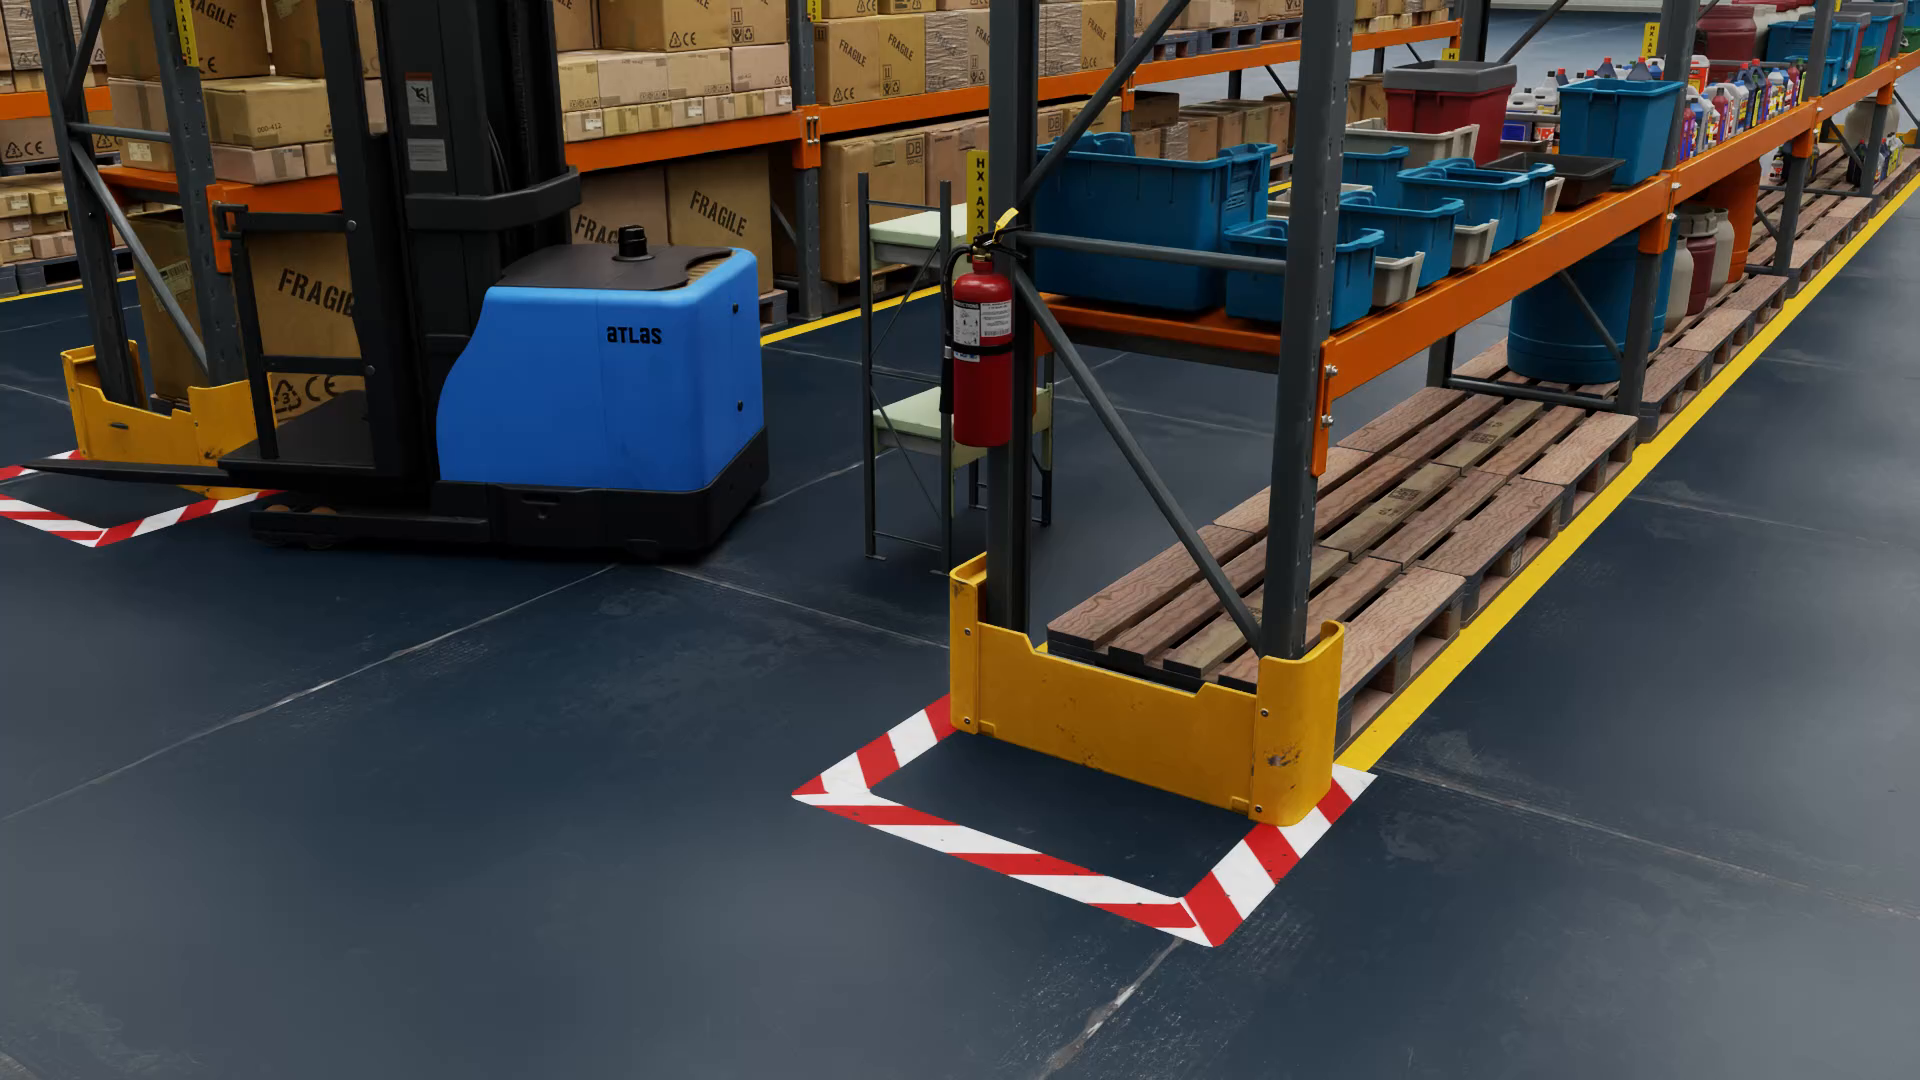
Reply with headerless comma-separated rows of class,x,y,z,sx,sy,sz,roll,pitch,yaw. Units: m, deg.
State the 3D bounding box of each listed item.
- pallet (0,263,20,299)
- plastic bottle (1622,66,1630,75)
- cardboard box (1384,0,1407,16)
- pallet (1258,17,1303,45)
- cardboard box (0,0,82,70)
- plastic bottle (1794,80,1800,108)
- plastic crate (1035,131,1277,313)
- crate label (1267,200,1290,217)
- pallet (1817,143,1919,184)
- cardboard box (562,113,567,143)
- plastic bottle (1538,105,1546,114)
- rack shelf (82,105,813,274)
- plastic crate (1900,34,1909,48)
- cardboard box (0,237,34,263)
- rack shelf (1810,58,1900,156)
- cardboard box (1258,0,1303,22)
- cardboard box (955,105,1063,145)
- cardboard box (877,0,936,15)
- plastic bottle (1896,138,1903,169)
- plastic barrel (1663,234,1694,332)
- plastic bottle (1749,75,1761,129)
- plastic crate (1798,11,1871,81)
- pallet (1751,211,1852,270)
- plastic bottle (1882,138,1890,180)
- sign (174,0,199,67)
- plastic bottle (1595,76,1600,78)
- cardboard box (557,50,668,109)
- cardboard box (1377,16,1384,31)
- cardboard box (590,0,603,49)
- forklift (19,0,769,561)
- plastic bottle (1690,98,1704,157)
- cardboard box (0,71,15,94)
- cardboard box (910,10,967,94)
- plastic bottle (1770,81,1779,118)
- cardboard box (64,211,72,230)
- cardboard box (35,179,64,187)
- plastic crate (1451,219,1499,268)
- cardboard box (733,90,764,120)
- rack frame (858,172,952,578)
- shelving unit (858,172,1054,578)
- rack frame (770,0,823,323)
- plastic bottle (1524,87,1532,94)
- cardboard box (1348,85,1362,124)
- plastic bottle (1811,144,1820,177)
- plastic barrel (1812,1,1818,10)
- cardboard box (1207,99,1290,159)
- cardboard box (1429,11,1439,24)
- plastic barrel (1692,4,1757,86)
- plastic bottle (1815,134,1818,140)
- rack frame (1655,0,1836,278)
pallet,-7.087,-1.677,10.994,1.003,0.211,1.213,13,24,32
plastic bottle,3.905,-2.655,9.805,0.097,0.271,0.097,0,20,0
cardboard box,4.303,-5.922,17.878,0.875,0.500,0.500,13,24,32
pallet,2.625,-4.903,15.971,1.003,0.211,1.213,13,24,32
cardboard box,-6.288,-3.442,11.174,0.500,0.500,0.500,13,24,30
plastic bottle,5.069,-2.748,10.156,0.097,0.201,0.097,0,20,0
plastic crate,0.560,-0.952,4.877,0.616,0.435,0.499,13,24,32
crate label,1.146,-1.113,5.744,0.396,0.136,0.243,13,24,32
pallet,9.055,-3.794,16.718,1.003,0.211,1.213,13,24,32
cardboard box,-2.234,-2.102,8.485,0.380,0.149,0.250,13,24,30
plastic bottle,2.897,-2.070,8.324,0.097,0.201,0.097,0,20,0
rack shelf,-2.446,-1.977,8.822,1.077,0.370,4.000,13,24,32
plastic crate,7.671,-4.314,14.193,0.767,0.338,0.504,13,24,32
cardboard box,-6.544,-1.992,11.330,0.380,0.149,0.250,13,24,32
rack shelf,6.147,-3.306,12.416,1.077,0.370,4.000,13,24,32
cardboard box,2.613,-5.461,15.735,1.000,1.000,1.000,13,24,32
cardboard box,0.014,-2.788,12.436,1.225,0.875,0.875,13,24,32
cardboard box,-0.574,-3.785,11.084,0.797,0.503,0.637,14,24,32
plastic bottle,8.686,-3.615,15.505,0.152,0.276,0.135,13,24,32
plastic barrel,3.884,-1.453,9.349,0.421,0.512,0.421,0,20,0
plastic bottle,4.327,-2.397,9.088,0.061,0.283,0.133,13,24,32
plastic crate,6.185,-3.504,11.821,0.402,0.464,0.583,13,24,32
pallet,6.177,-2.325,12.747,1.003,0.211,1.213,13,24,32
plastic bottle,8.175,-3.386,14.780,0.144,0.351,0.185,12,24,30
sign,-3.115,-2.074,6.685,0.100,0.325,0.005,13,24,32
plastic bottle,3.424,-2.395,9.094,0.152,0.276,0.135,13,24,32
cardboard box,-1.929,-2.484,8.944,0.500,0.250,0.500,14,24,33
cardboard box,4.227,-5.432,17.489,0.380,0.149,0.250,13,24,32
cardboard box,-2.086,-3.082,9.479,0.500,0.500,0.500,13,24,32
forklift,-2.400,-1.514,6.634,3.031,2.935,1.130,3,21,8
plastic bottle,3.513,-1.987,7.997,0.097,0.271,0.097,0,20,0
cardboard box,-6.491,-3.035,11.009,0.380,0.149,0.250,13,24,31
cardboard box,-0.293,-3.306,11.235,0.500,0.500,0.500,13,24,31
plastic bottle,4.665,-2.542,9.600,0.097,0.201,0.097,0,20,0
cardboard box,-6.261,-2.300,11.734,0.380,0.149,0.250,15,25,34
cardboard box,-6.254,-2.432,11.662,0.380,0.149,0.250,13,24,32
plastic crate,1.567,-0.956,5.319,0.250,0.136,0.298,13,24,32
cardboard box,-1.367,-2.545,9.683,0.380,0.149,0.250,14,24,33
rack frame,-0.202,-0.600,6.226,0.400,1.500,0.023,13,24,32
shelving unit,0.004,-0.705,6.510,0.431,1.500,0.755,13,24,32
rack frame,-1.322,-2.888,10.249,1.000,3.000,0.127,13,24,32
plastic bottle,2.821,-2.119,8.337,0.061,0.283,0.133,13,24,32
cardboard box,4.033,-4.674,18.076,0.500,0.500,0.500,11,23,27
plastic bottle,7.640,-3.421,14.981,0.152,0.276,0.135,13,24,32
plastic barrel,6.804,-4.401,13.616,0.600,0.901,0.708,13,24,32
cardboard box,2.812,-4.045,16.347,0.700,0.500,0.500,11,23,28
cardboard box,5.196,-5.938,18.856,0.380,0.149,0.250,13,24,32
plastic barrel,5.033,-3.326,11.236,0.600,0.536,0.708,13,24,32
plastic bottle,8.243,-3.832,16.101,0.097,0.271,0.097,0,20,0
rack frame,5.023,-3.070,10.740,1.000,3.000,0.127,13,24,32
